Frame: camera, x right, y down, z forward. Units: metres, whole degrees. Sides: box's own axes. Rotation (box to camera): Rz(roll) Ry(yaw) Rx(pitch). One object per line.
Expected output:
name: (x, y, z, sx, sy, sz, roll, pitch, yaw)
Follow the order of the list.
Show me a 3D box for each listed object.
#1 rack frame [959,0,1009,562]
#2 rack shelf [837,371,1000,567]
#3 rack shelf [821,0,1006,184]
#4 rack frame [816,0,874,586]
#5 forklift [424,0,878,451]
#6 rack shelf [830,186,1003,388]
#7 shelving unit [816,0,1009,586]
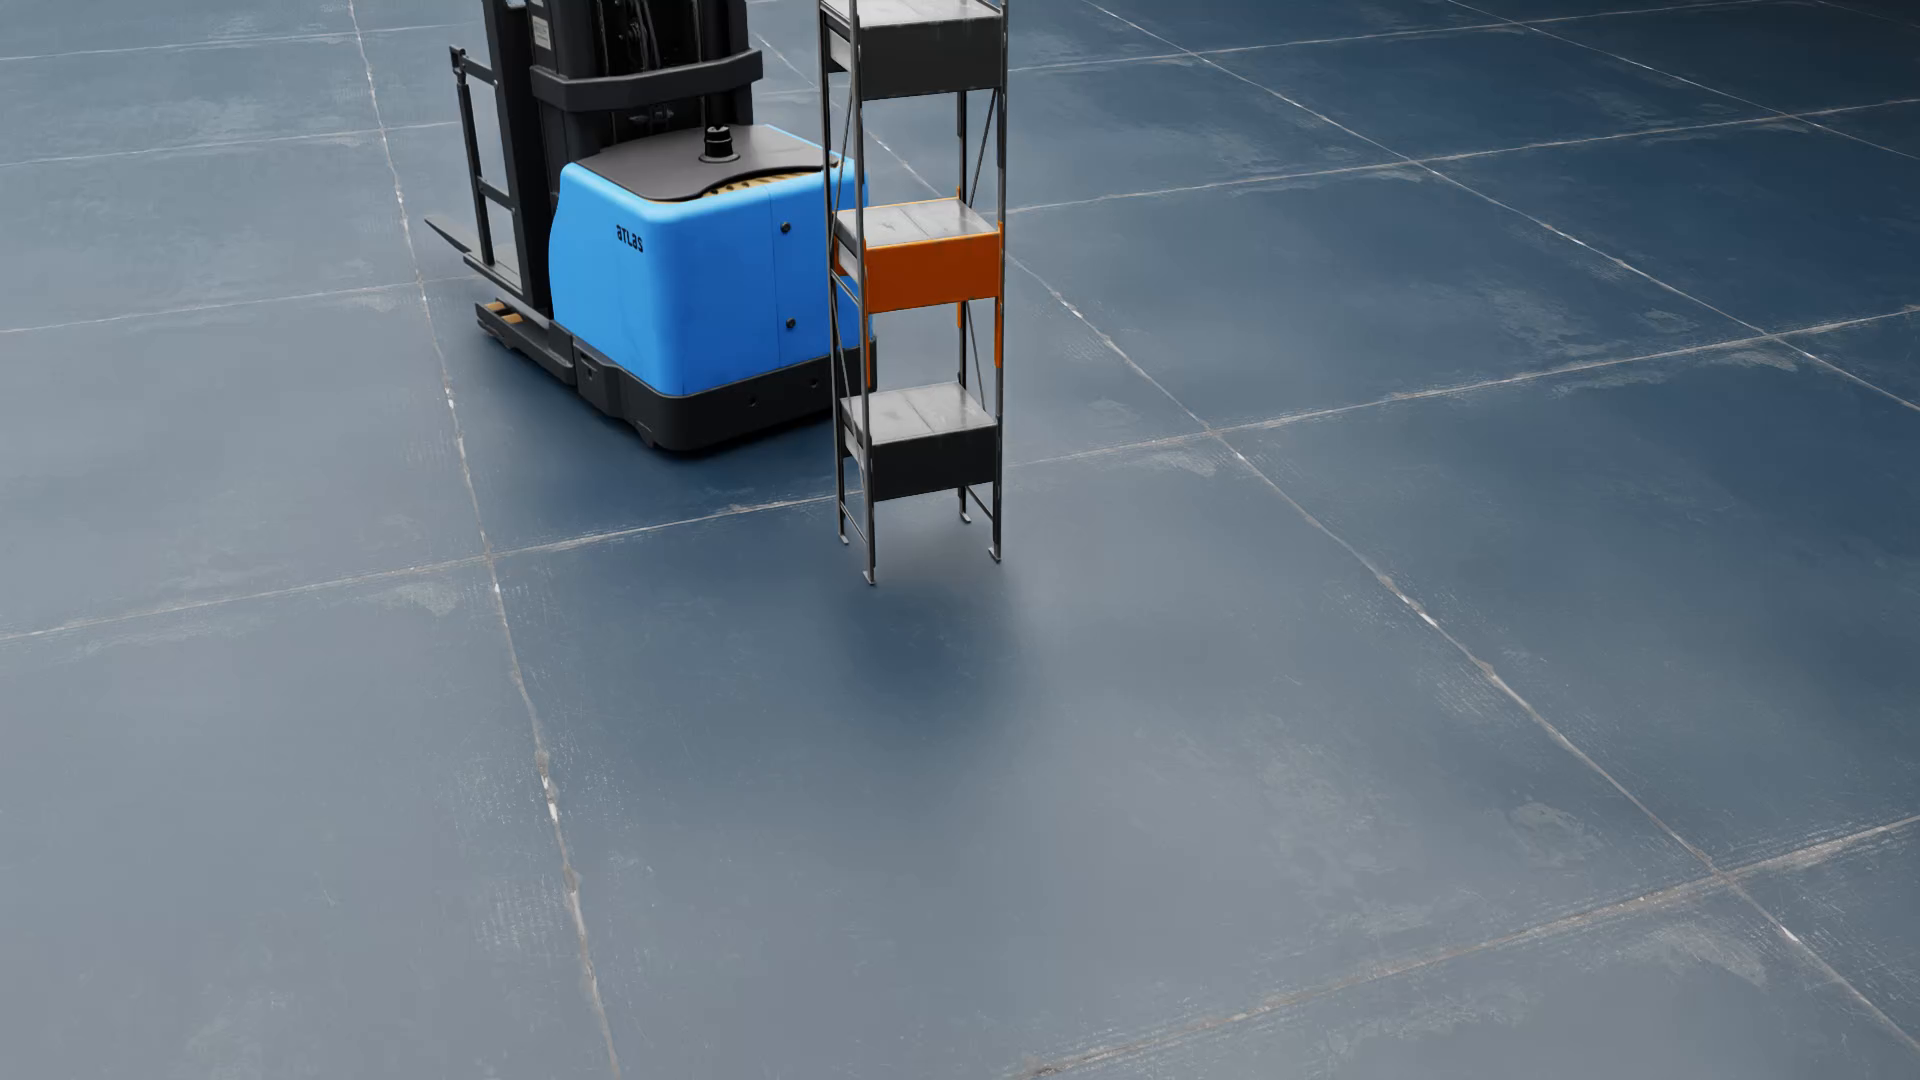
rack frame: (0.074, -0.926, 5.754, 0.015, 2.100, 0.400, -10, 31, -18)
rack shelf: (-0.155, -0.264, 6.033, 0.480, 0.518, 0.431, -10, 31, -18)
rack shelf: (-0.155, -1.480, 5.340, 0.480, 0.518, 0.431, -10, 31, -18)
rack frame: (-0.384, -0.842, 5.606, 0.015, 2.100, 0.400, -10, 31, -18)
forklift: (-1.655, -2.302, 7.329, 1.130, 2.935, 3.031, -21, 36, -32)
rack shelf: (-0.155, -0.872, 5.687, 0.480, 0.518, 0.431, -10, 31, -18)
shelving unit: (-0.155, -0.884, 5.680, 0.503, 2.100, 0.431, -10, 31, -18)
